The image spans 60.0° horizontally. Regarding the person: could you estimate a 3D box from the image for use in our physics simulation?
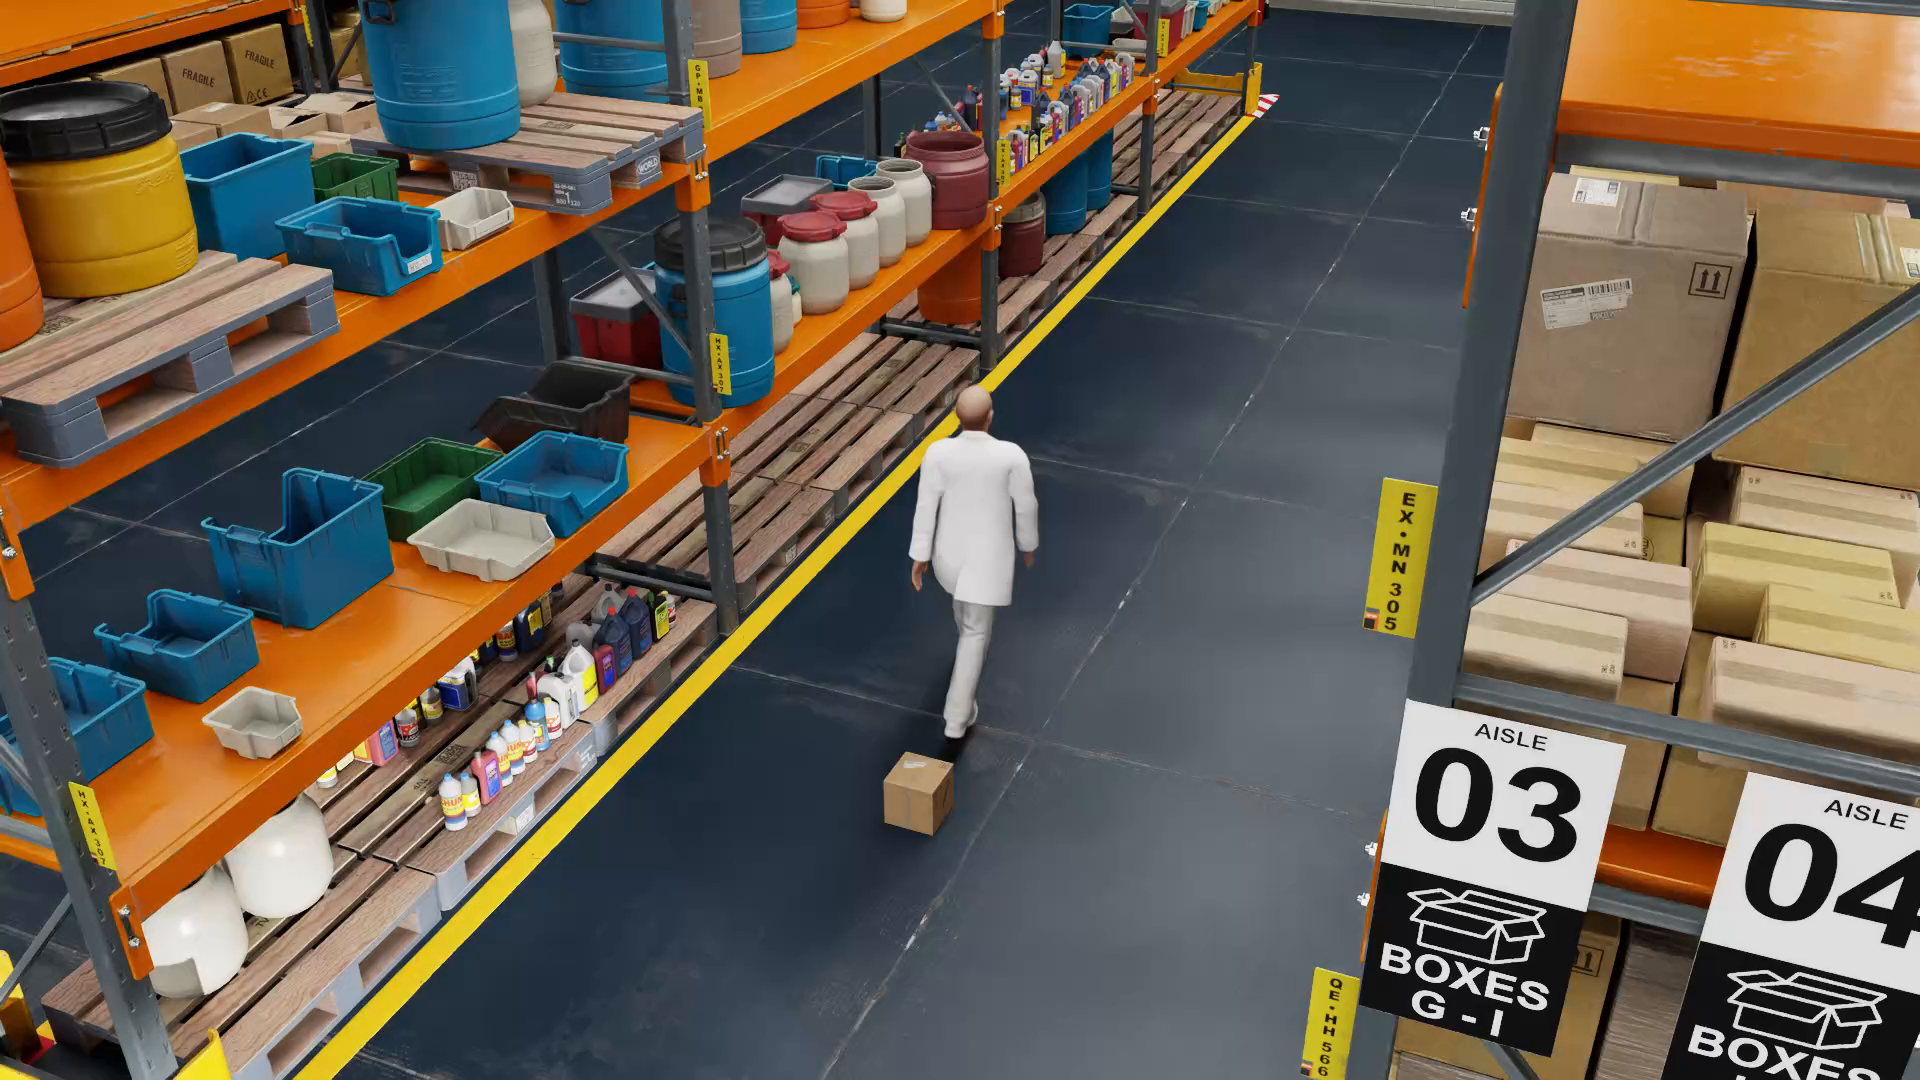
[{"bbox_3d":[0.077,0.046,8.355,0.613,1.724,1.153,7,30,13],"label":"person"}]
